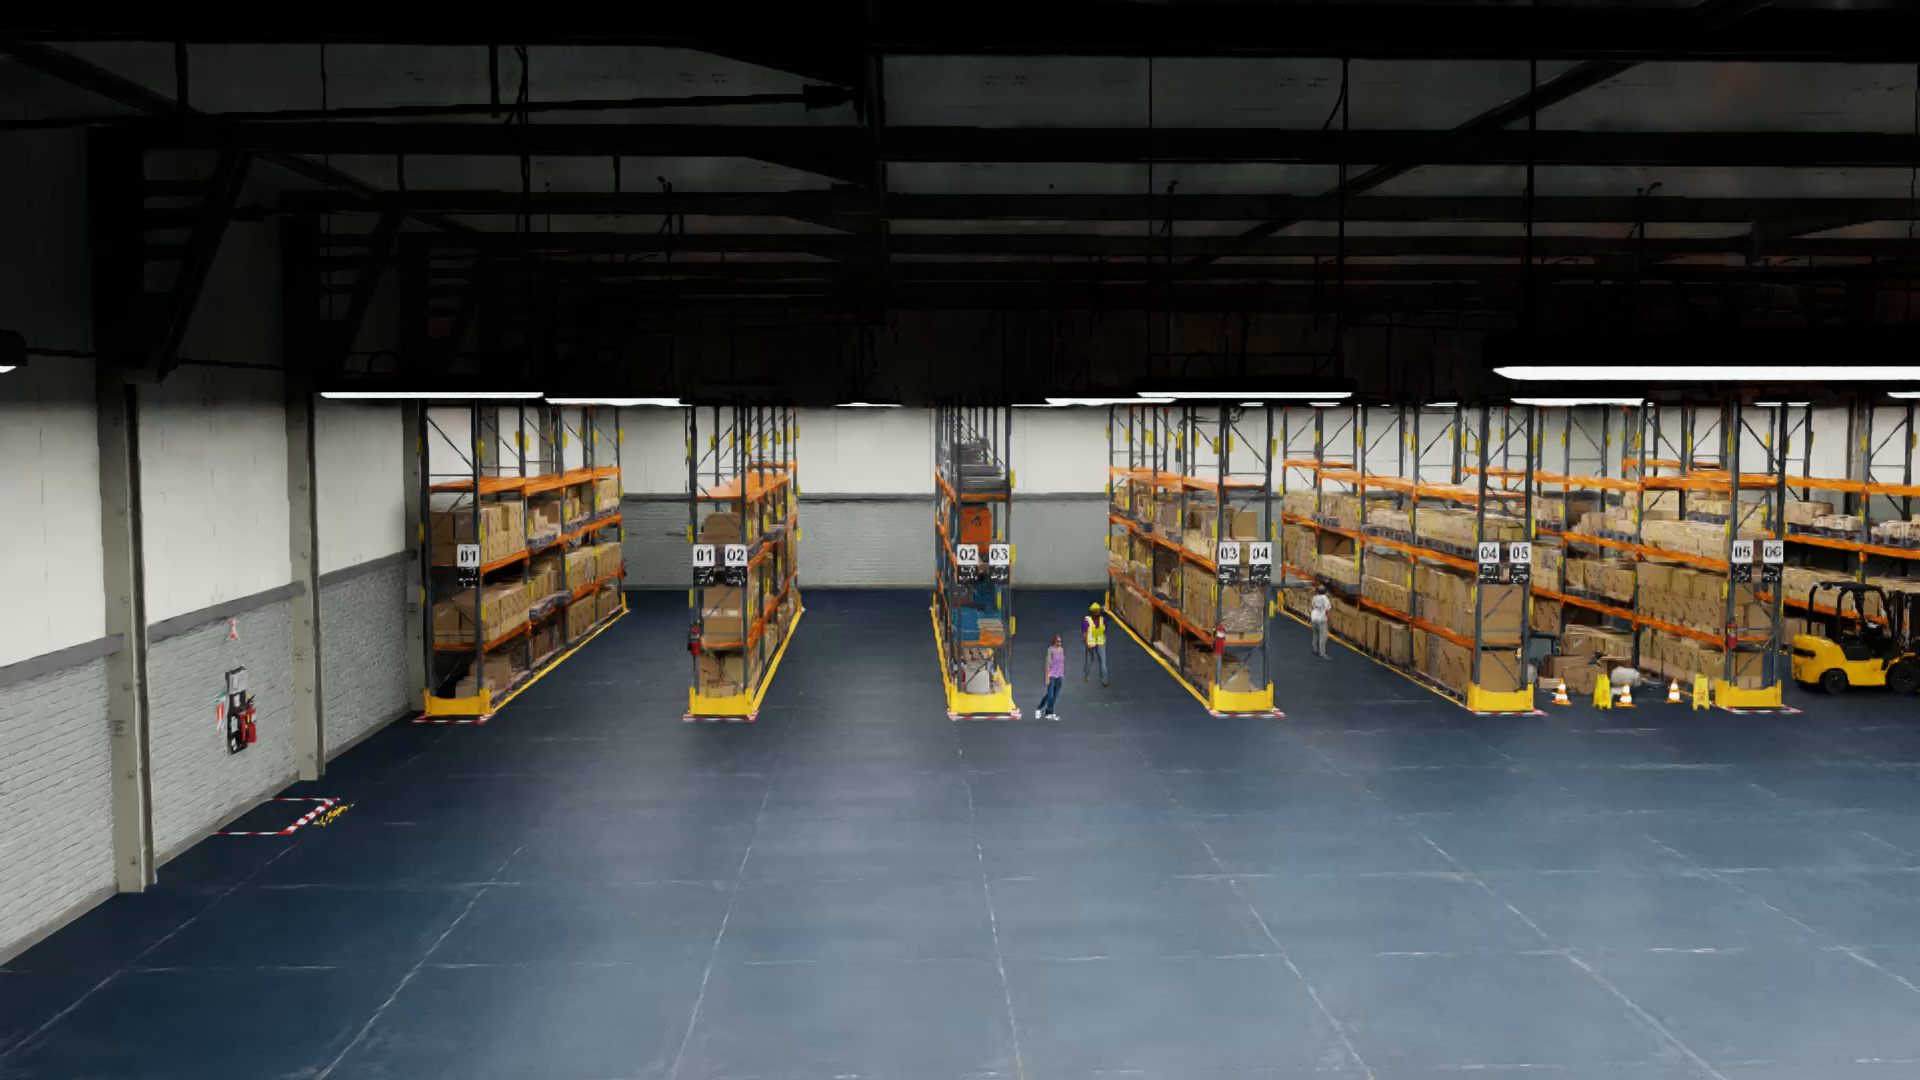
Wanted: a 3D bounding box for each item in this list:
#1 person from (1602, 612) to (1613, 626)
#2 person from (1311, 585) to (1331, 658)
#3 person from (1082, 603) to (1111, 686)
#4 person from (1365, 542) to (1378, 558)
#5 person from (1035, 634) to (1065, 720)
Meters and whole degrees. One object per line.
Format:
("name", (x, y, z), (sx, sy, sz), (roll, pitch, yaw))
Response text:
("person", (16.633, 1.451, 43.026), (0.580, 1.746, 0.655), (2, 5, 28))
("person", (8.331, 1.872, 38.306), (0.449, 1.666, 0.534), (-3, 5, -34))
("person", (2.791, 2.153, 34.427), (0.569, 1.709, 1.023), (-1, 5, -11))
("person", (12.256, 0.953, 49.436), (0.767, 1.771, 0.605), (-3, 5, -30))
("person", (1.655, 2.518, 30.560), (0.557, 1.586, 0.452), (-4, 6, -44))
